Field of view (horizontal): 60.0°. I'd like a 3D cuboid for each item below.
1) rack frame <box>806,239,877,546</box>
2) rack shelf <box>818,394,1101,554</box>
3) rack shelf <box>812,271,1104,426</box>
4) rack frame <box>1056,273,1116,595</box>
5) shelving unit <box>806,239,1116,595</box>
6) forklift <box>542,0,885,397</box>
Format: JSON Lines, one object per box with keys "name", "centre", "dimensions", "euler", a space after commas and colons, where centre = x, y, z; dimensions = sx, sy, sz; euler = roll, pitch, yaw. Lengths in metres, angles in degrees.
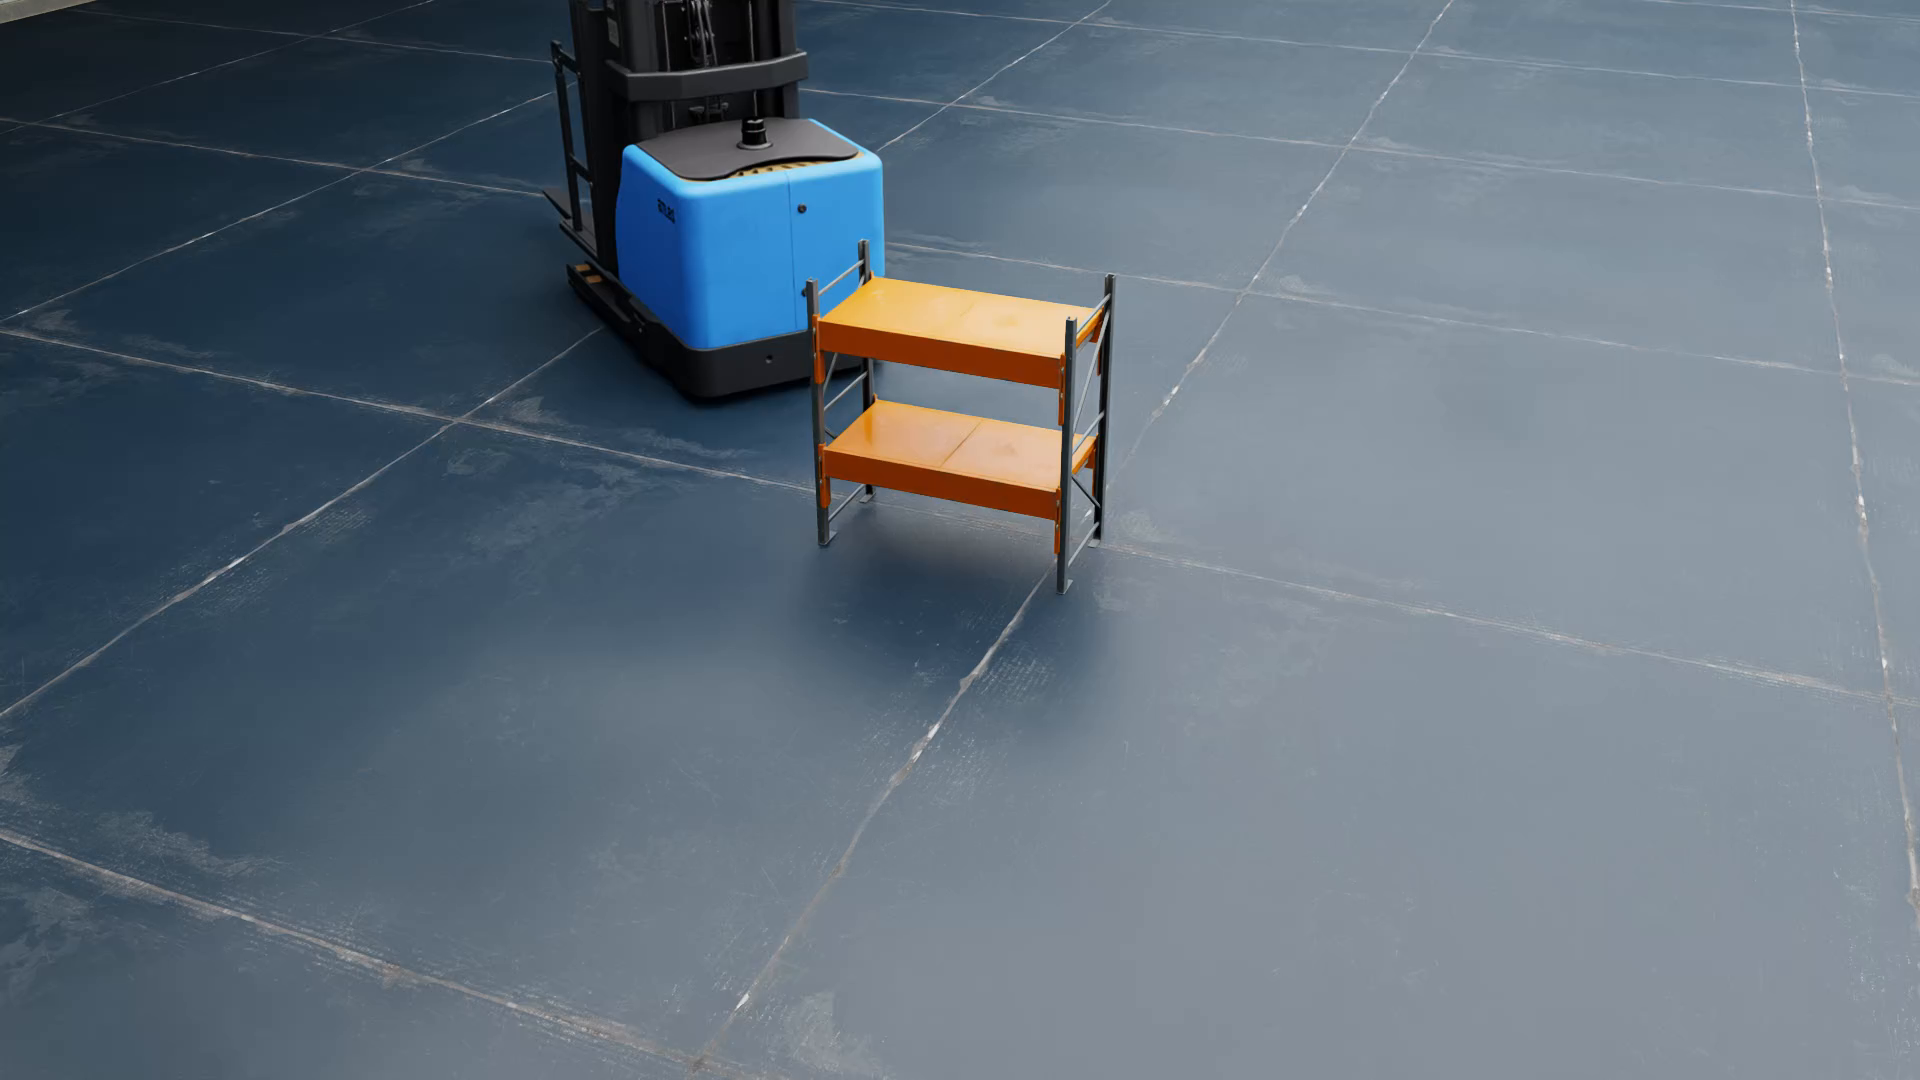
{"name": "rack frame", "centre": [-0.465, -0.582, 6.637], "dimensions": [0.032, 1.125, 0.500], "euler": [11, 31, 19]}
{"name": "rack shelf", "centre": [0.006, -0.276, 6.591], "dimensions": [1.000, 0.278, 0.538], "euler": [11, 31, 19]}
{"name": "rack shelf", "centre": [0.006, -0.743, 6.327], "dimensions": [1.000, 0.278, 0.538], "euler": [11, 31, 19]}
{"name": "rack frame", "centre": [0.477, -0.394, 6.305], "dimensions": [0.032, 1.125, 0.500], "euler": [11, 31, 19]}
{"name": "shelving unit", "centre": [0.006, -0.488, 6.471], "dimensions": [1.048, 1.125, 0.538], "euler": [11, 31, 19]}
{"name": "forklift", "centre": [-1.499, -2.638, 8.438], "dimensions": [1.130, 2.935, 3.031], "euler": [-15, 33, -25]}
